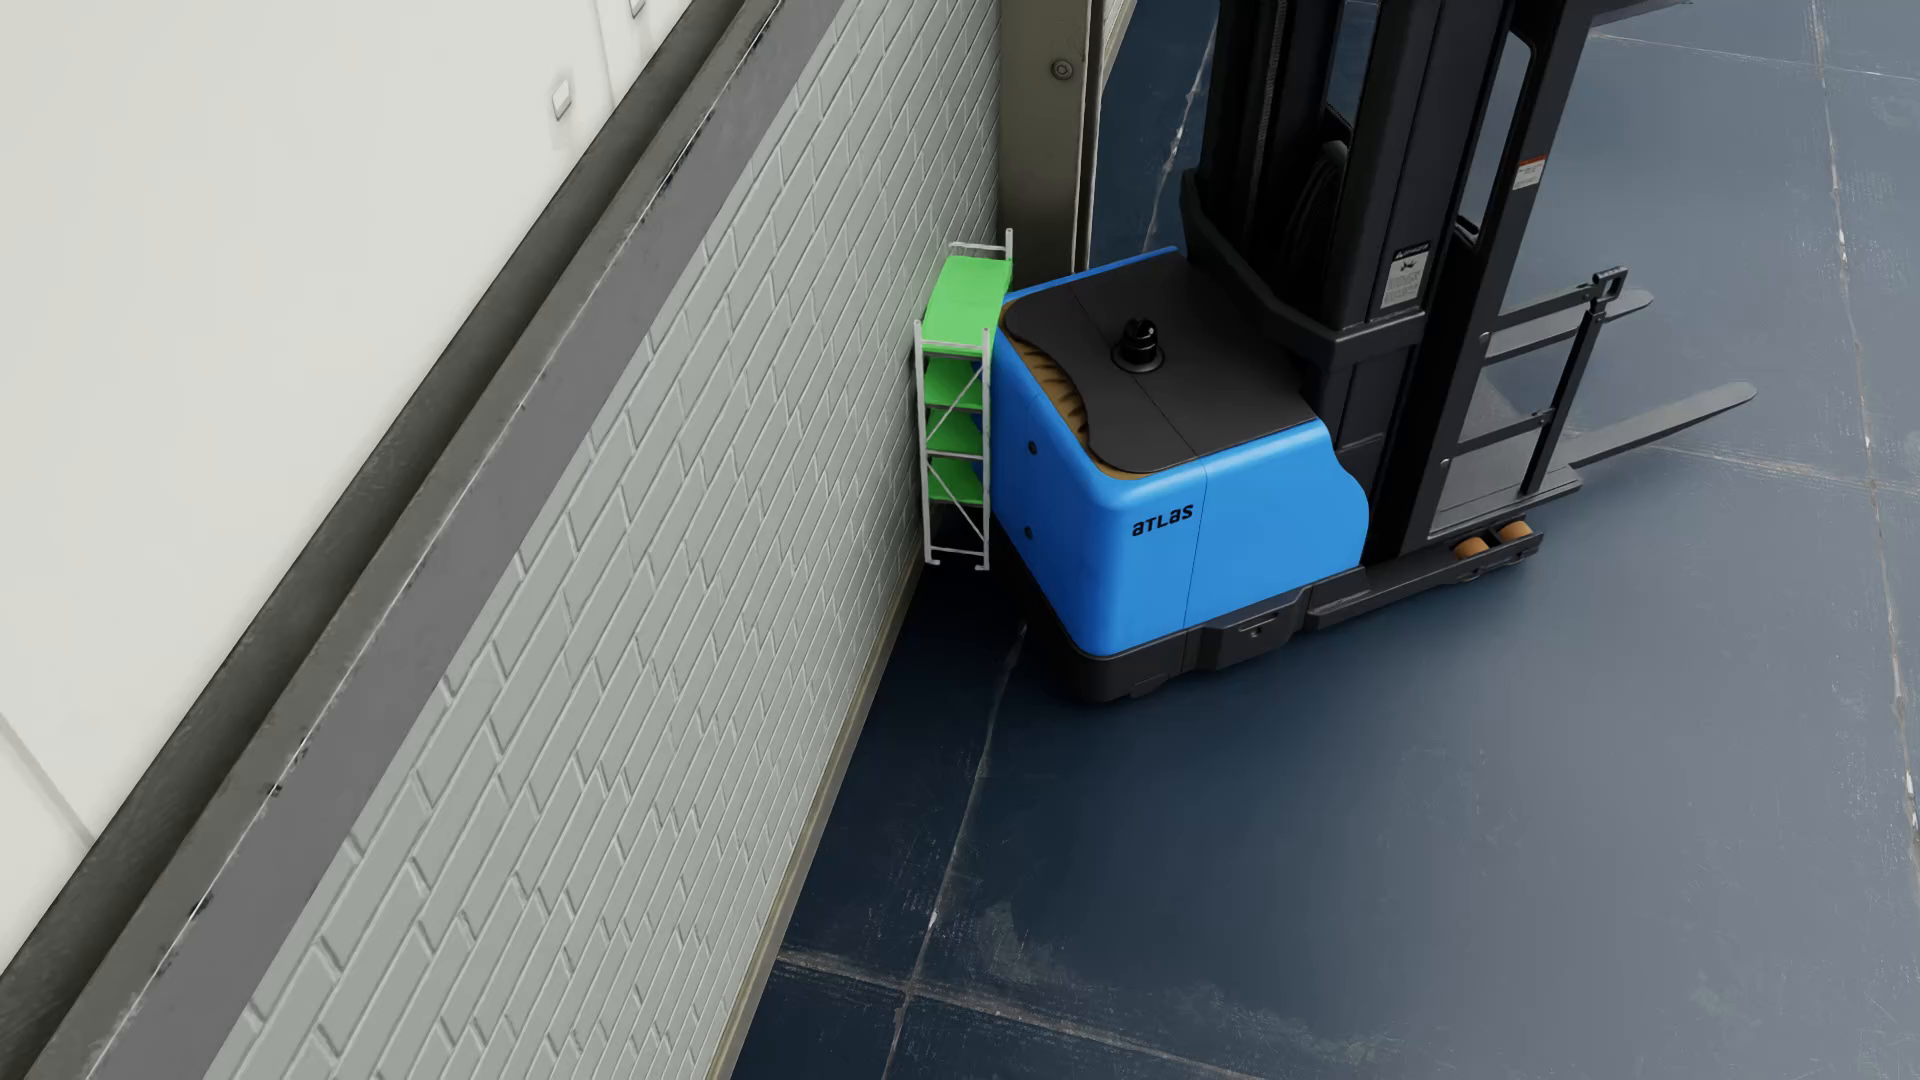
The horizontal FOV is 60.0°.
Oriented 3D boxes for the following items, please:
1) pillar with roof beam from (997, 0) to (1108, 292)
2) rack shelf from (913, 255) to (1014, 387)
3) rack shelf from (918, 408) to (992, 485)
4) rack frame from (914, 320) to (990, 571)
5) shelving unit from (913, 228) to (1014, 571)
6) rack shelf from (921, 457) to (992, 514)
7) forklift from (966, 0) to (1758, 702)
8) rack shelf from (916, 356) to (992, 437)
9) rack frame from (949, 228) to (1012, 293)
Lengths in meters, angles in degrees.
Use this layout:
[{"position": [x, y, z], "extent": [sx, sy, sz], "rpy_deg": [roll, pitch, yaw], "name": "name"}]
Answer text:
[{"position": [4.489, -2.992, 2.889], "extent": [9.100, 9.000, 0.400], "rpy_deg": [12, 50, 10], "name": "pillar with roof beam"}, {"position": [0.017, -0.744, 5.542], "extent": [0.258, 0.148, 0.480], "rpy_deg": [7, 51, 7], "name": "rack shelf"}, {"position": [0.024, -0.436, 5.910], "extent": [0.258, 0.148, 0.480], "rpy_deg": [7, 51, 7], "name": "rack shelf"}, {"position": [-0.018, -0.292, 5.707], "extent": [0.240, 1.200, 0.015], "rpy_deg": [7, 51, 7], "name": "rack frame"}, {"position": [0.023, -0.477, 5.861], "extent": [0.258, 1.200, 0.503], "rpy_deg": [7, 51, 7], "name": "shelving unit"}, {"position": [0.028, -0.281, 6.094], "extent": [0.258, 0.148, 0.480], "rpy_deg": [7, 51, 7], "name": "rack shelf"}, {"position": [1.585, -1.164, 5.322], "extent": [3.031, 2.935, 1.130], "rpy_deg": [-19, 51, -16], "name": "forklift"}, {"position": [0.021, -0.590, 5.726], "extent": [0.258, 0.148, 0.480], "rpy_deg": [7, 51, 7], "name": "rack shelf"}, {"position": [0.065, -0.661, 6.015], "extent": [0.240, 1.200, 0.015], "rpy_deg": [7, 51, 7], "name": "rack frame"}]
